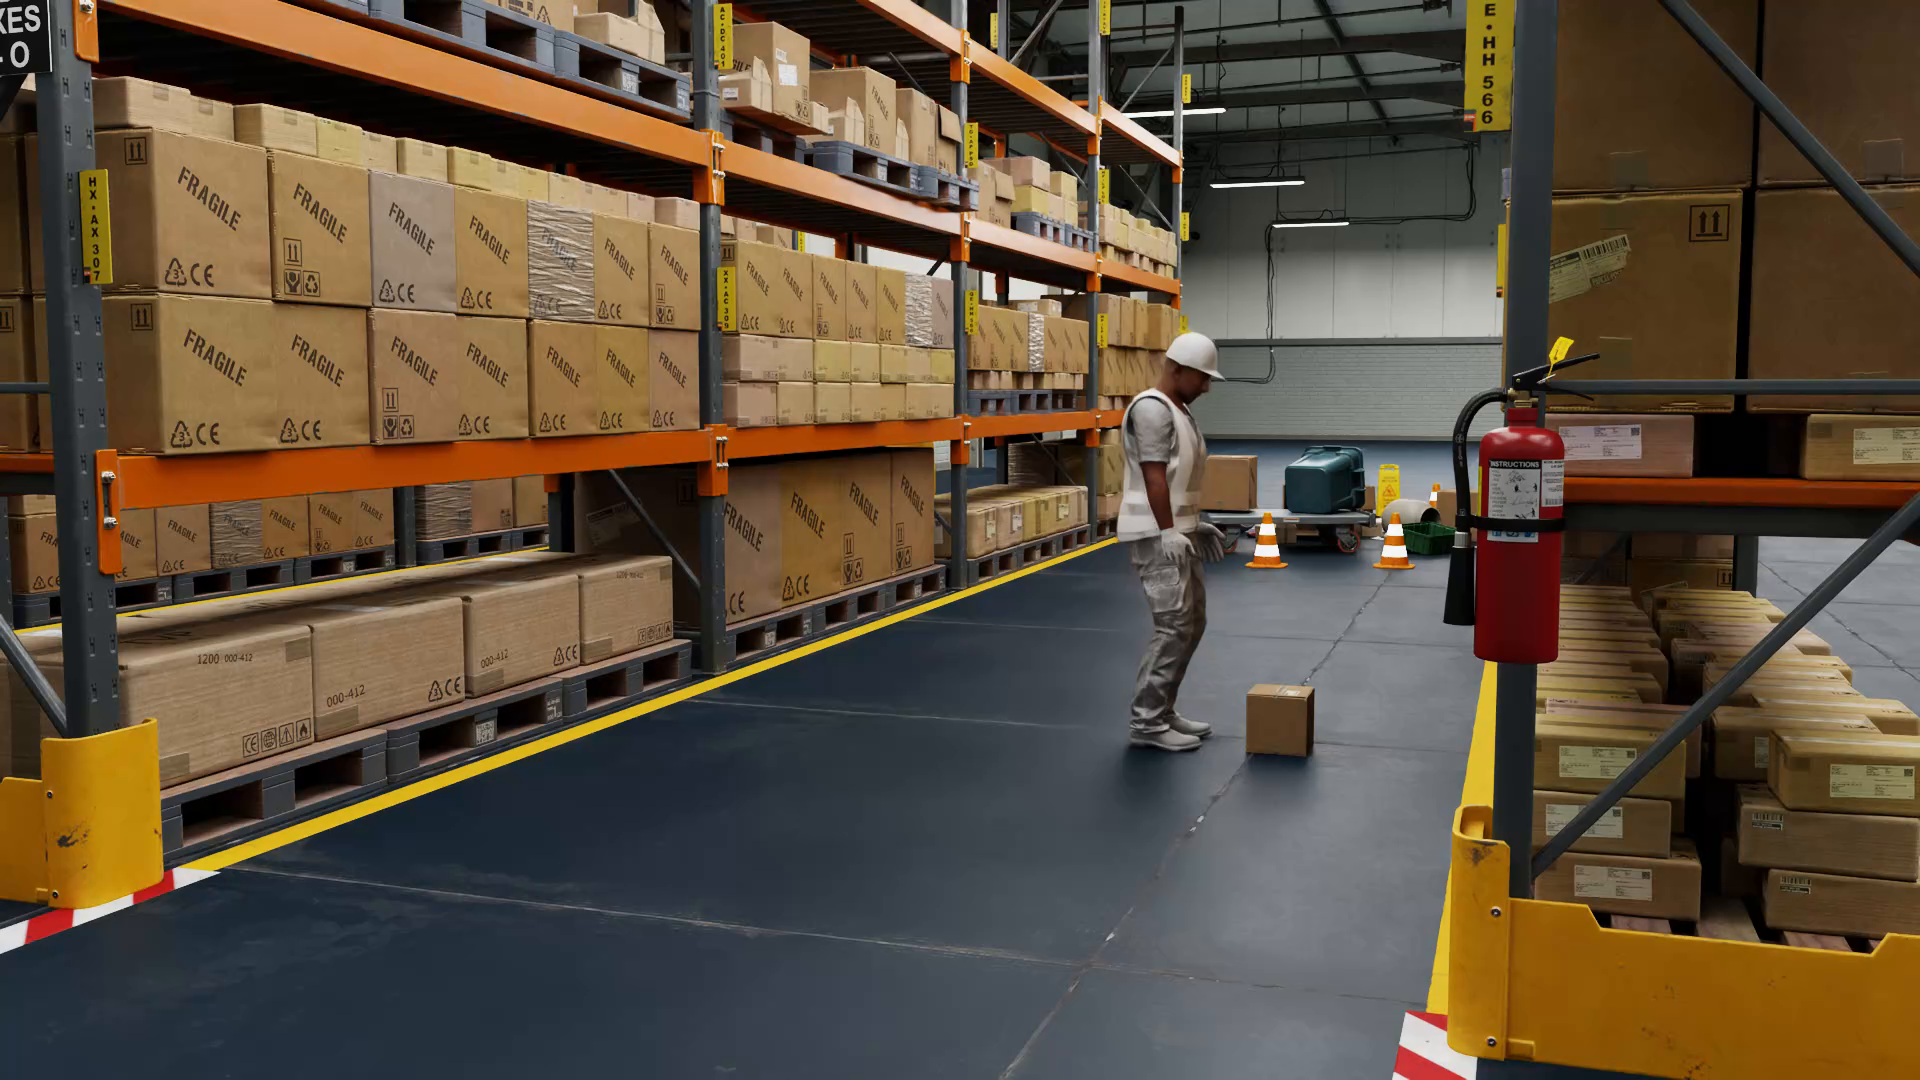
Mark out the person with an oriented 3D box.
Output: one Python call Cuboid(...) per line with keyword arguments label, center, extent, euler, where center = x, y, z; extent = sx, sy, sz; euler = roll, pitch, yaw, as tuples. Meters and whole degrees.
Cuboid(label="person", center=(0.905, -0.006, 7.102), extent=(0.427, 1.749, 0.566), euler=(2, 5, 20))
